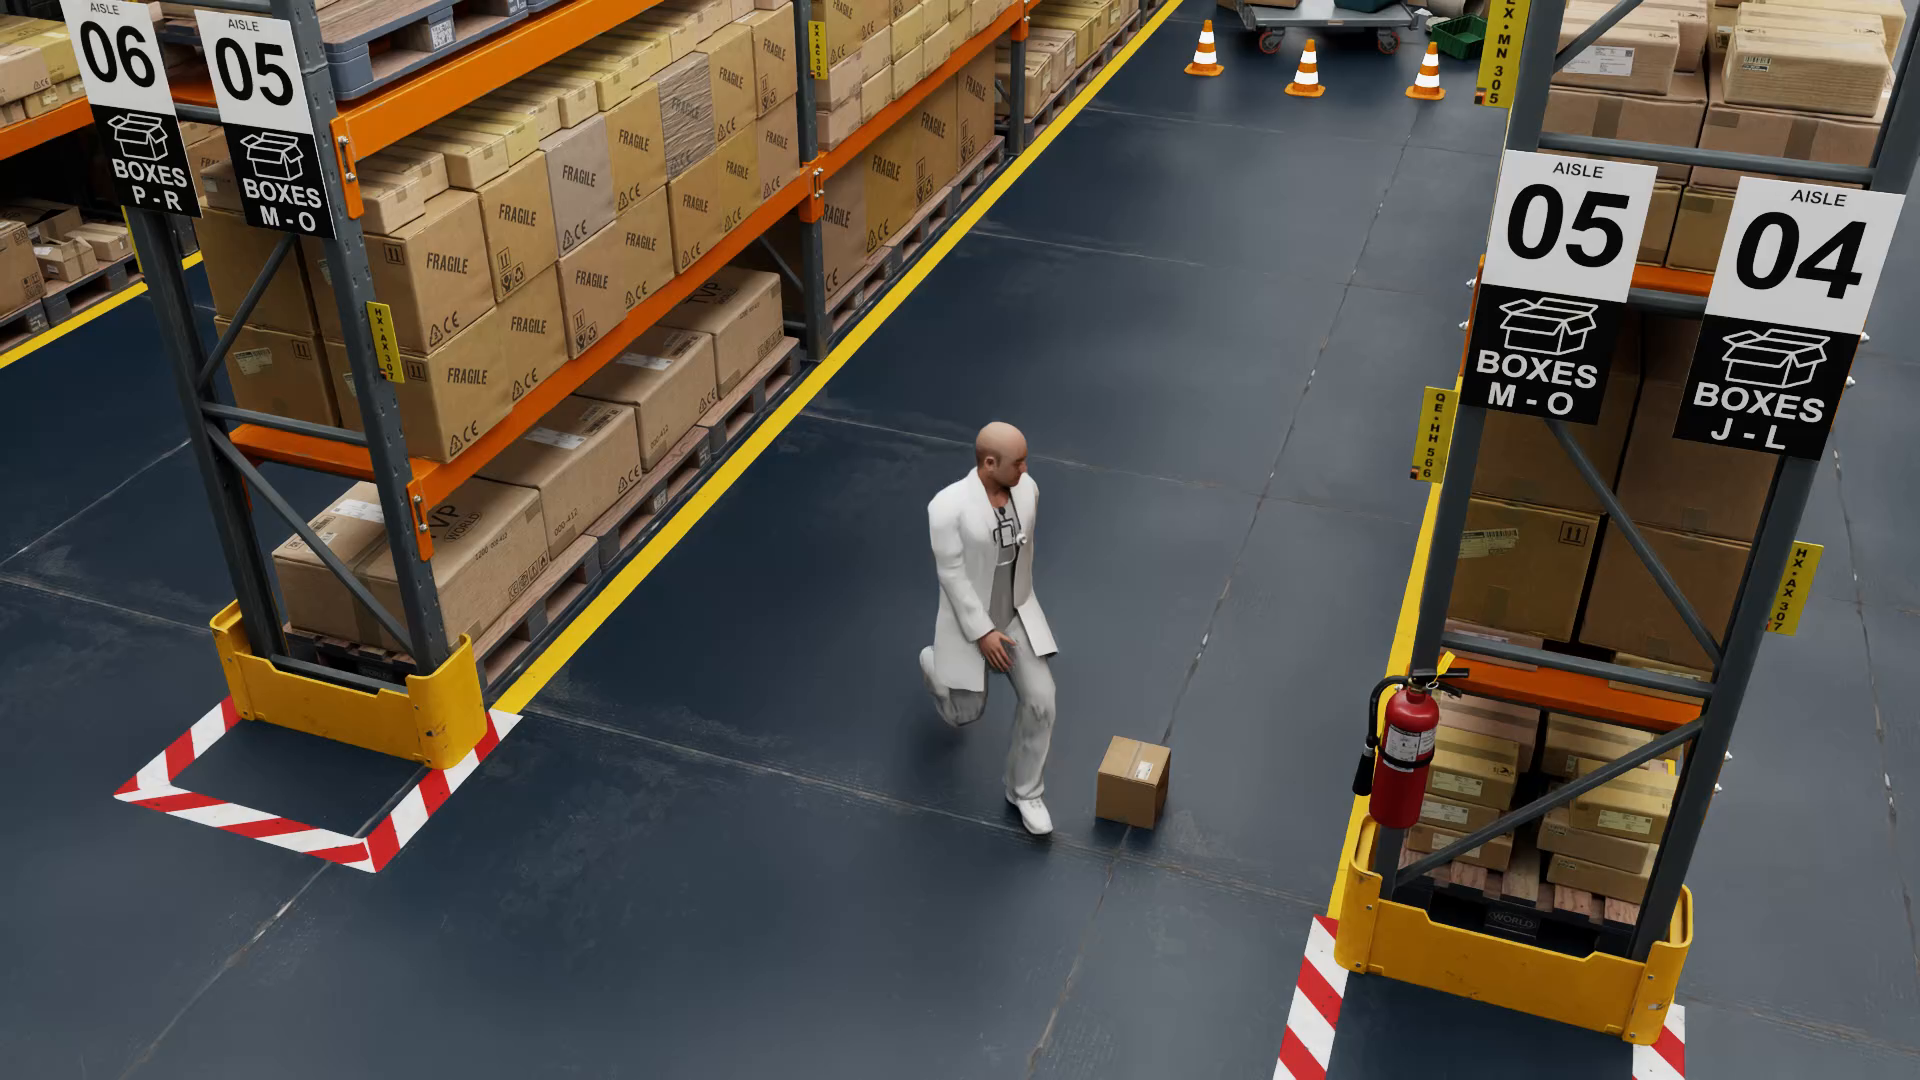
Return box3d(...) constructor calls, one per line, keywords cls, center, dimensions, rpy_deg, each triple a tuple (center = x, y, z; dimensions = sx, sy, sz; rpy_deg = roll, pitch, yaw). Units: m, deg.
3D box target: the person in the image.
box3d(cls="person", center=(7.762, -1.850, 10.127), dimensions=(17.732, 1.636, 1.042), rpy_deg=(-16, 36, -23))
